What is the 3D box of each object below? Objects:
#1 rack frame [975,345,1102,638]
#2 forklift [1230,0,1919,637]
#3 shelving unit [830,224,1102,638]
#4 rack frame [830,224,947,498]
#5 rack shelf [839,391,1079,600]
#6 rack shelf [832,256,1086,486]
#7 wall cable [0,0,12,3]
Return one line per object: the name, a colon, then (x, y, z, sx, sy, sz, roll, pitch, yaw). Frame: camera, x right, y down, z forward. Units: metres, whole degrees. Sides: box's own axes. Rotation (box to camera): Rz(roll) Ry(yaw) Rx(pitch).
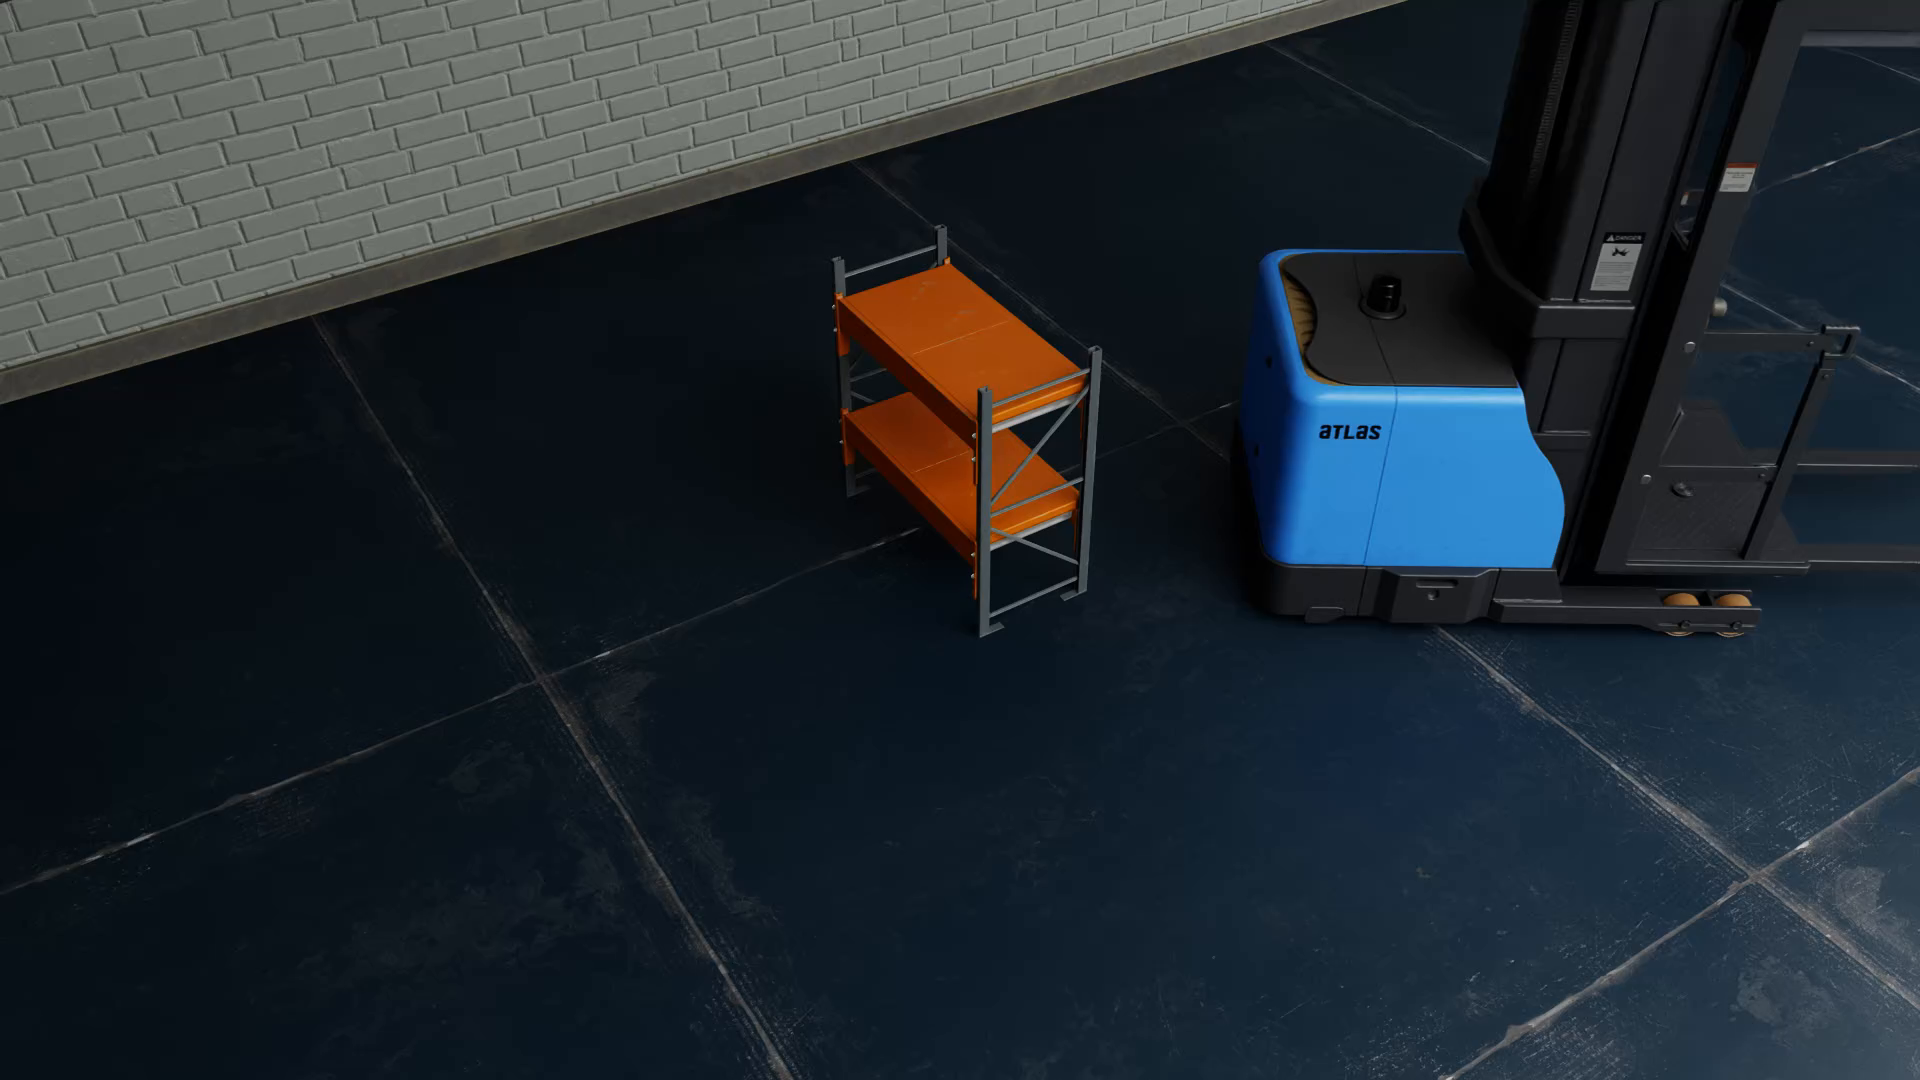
rack frame: (0.277, -0.154, 6.056, 0.500, 1.125, 0.032, -22, 45, -24)
forklift: (2.647, -1.105, 5.786, 3.031, 2.935, 1.130, 1, 40, 1)
shelving unit: (0.004, -0.428, 6.386, 0.538, 1.125, 1.048, -22, 45, -24)
rack frame: (-0.270, -0.703, 6.715, 0.500, 1.125, 0.032, -22, 45, -24)
rack shelf: (0.004, -0.241, 6.542, 0.538, 0.278, 1.000, -22, 45, -24)
rack shelf: (0.004, -0.653, 6.198, 0.538, 0.278, 1.000, -22, 45, -24)
wall cable: (-4.812, -2.652, 5.329, 3.097, 2.526, 0.112, -22, 45, -24)
